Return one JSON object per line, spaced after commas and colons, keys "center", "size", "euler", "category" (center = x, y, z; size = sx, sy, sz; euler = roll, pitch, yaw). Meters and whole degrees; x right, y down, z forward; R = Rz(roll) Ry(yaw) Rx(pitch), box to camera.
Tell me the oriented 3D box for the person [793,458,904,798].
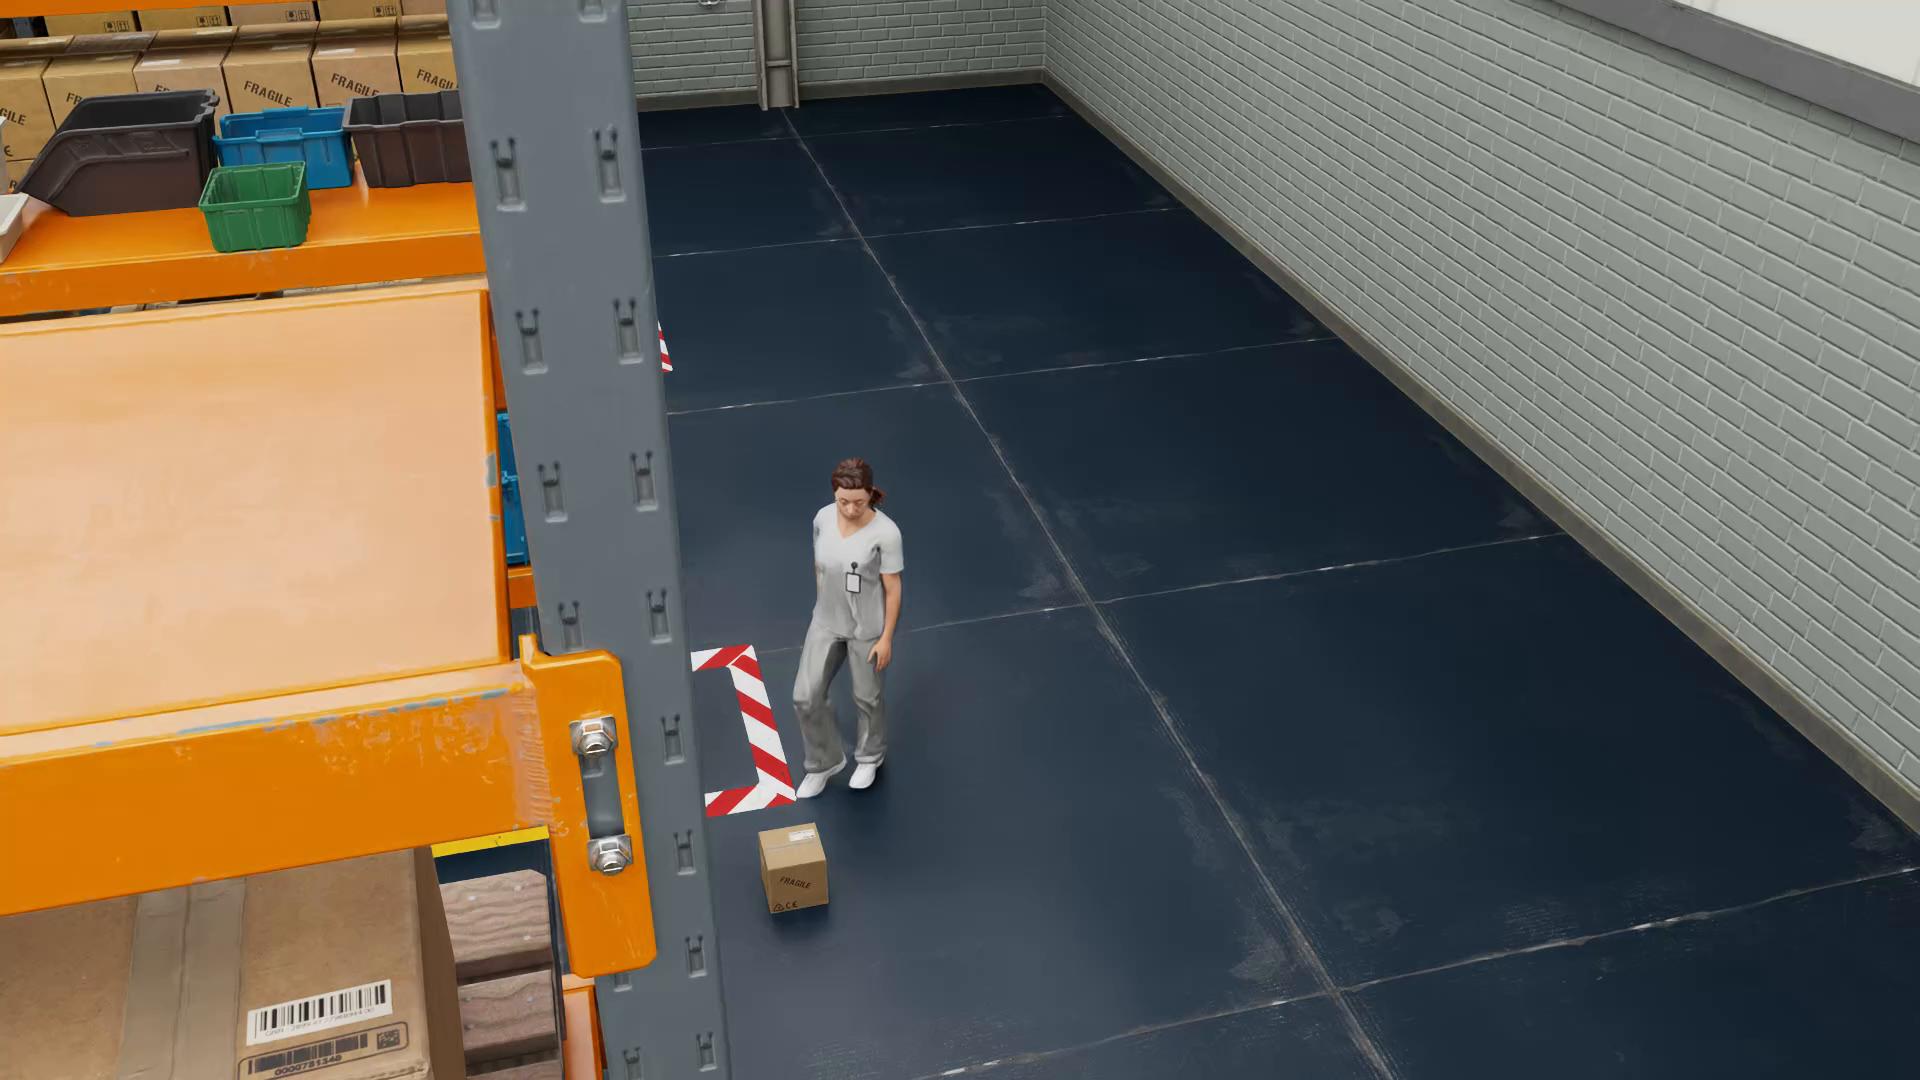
{"center": [-0.480, 0.424, 7.425], "size": [0.469, 1.737, 0.445], "euler": [12, 32, 20], "category": "person"}
